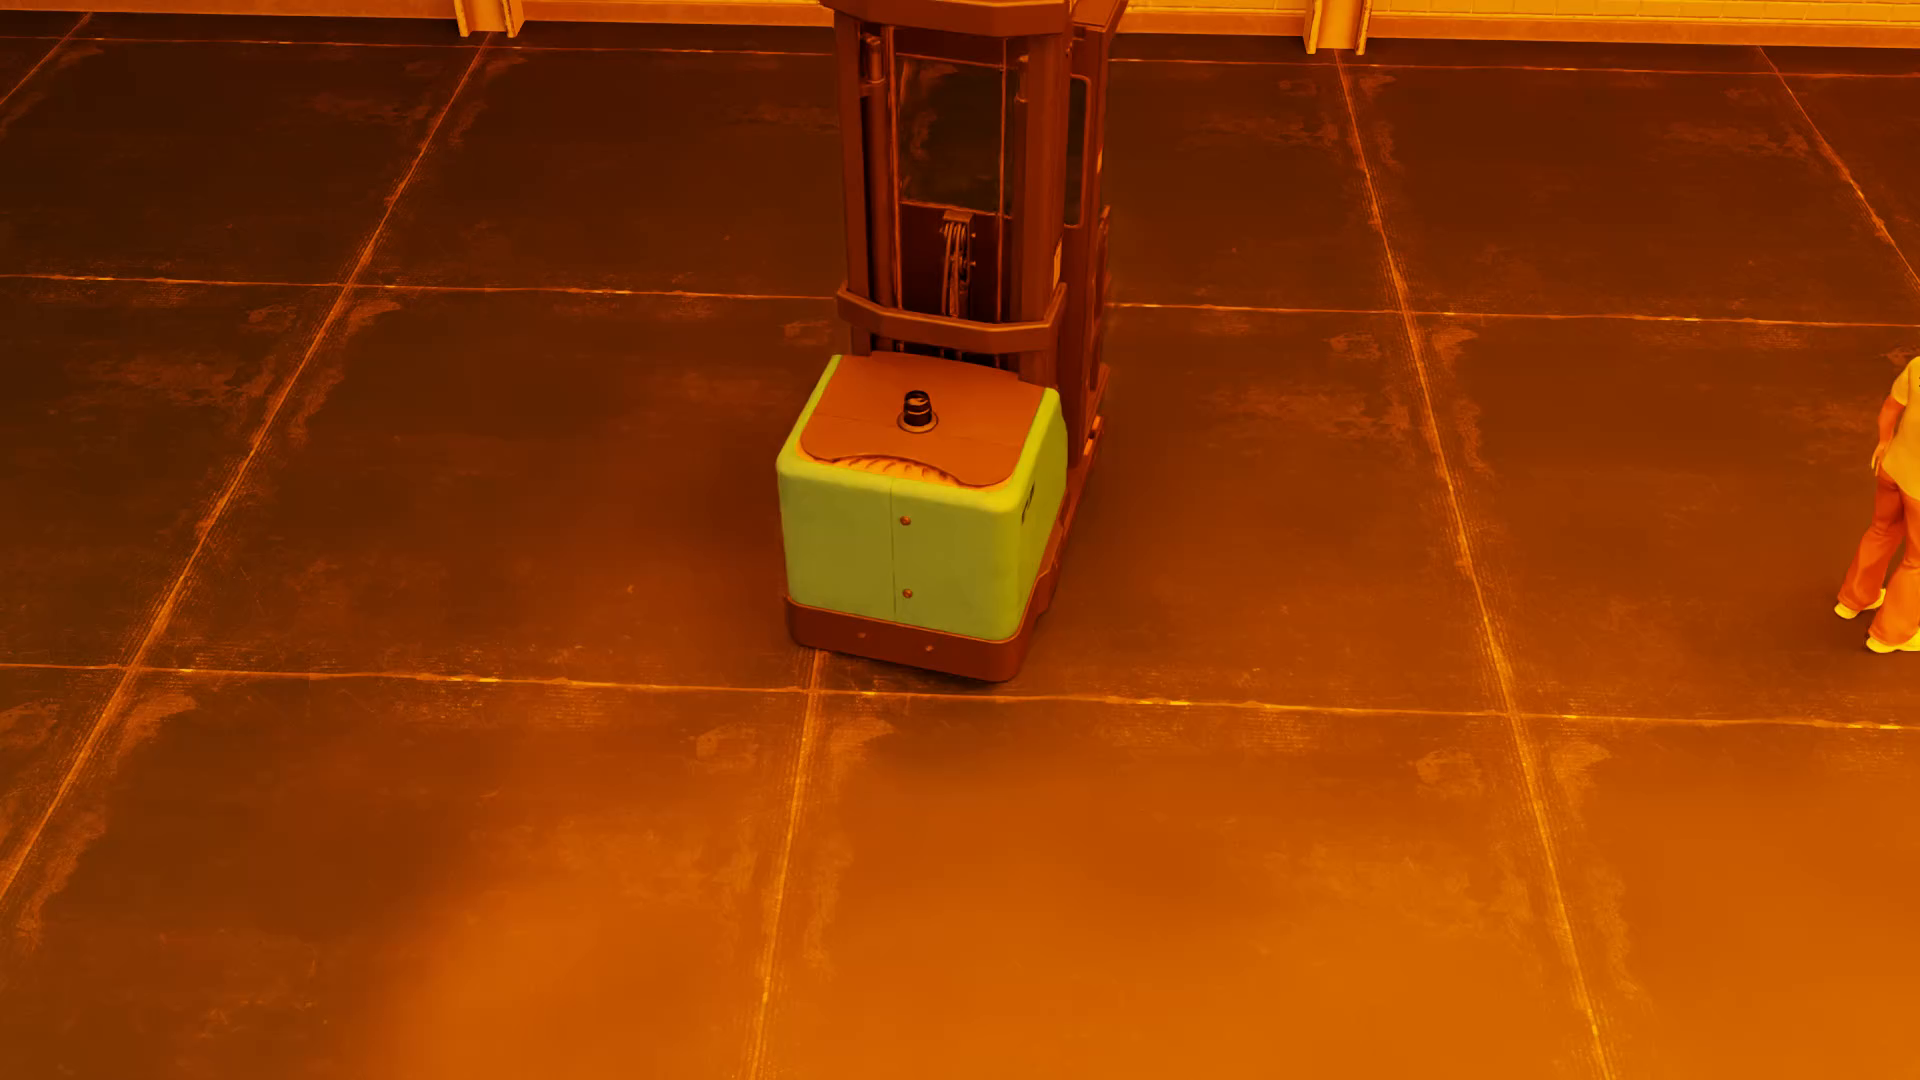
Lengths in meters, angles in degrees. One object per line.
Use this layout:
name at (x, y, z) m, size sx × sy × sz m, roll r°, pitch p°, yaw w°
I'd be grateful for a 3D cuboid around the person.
person at (4.054, -0.249, 6.955) m, size 0.482 × 1.687 × 0.538 m, roll -10°, pitch 43°, yaw -10°

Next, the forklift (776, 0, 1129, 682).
forklift at (0.113, -1.481, 7.365) m, size 1.130 × 2.935 × 3.031 m, roll 10°, pitch 43°, yaw 11°
